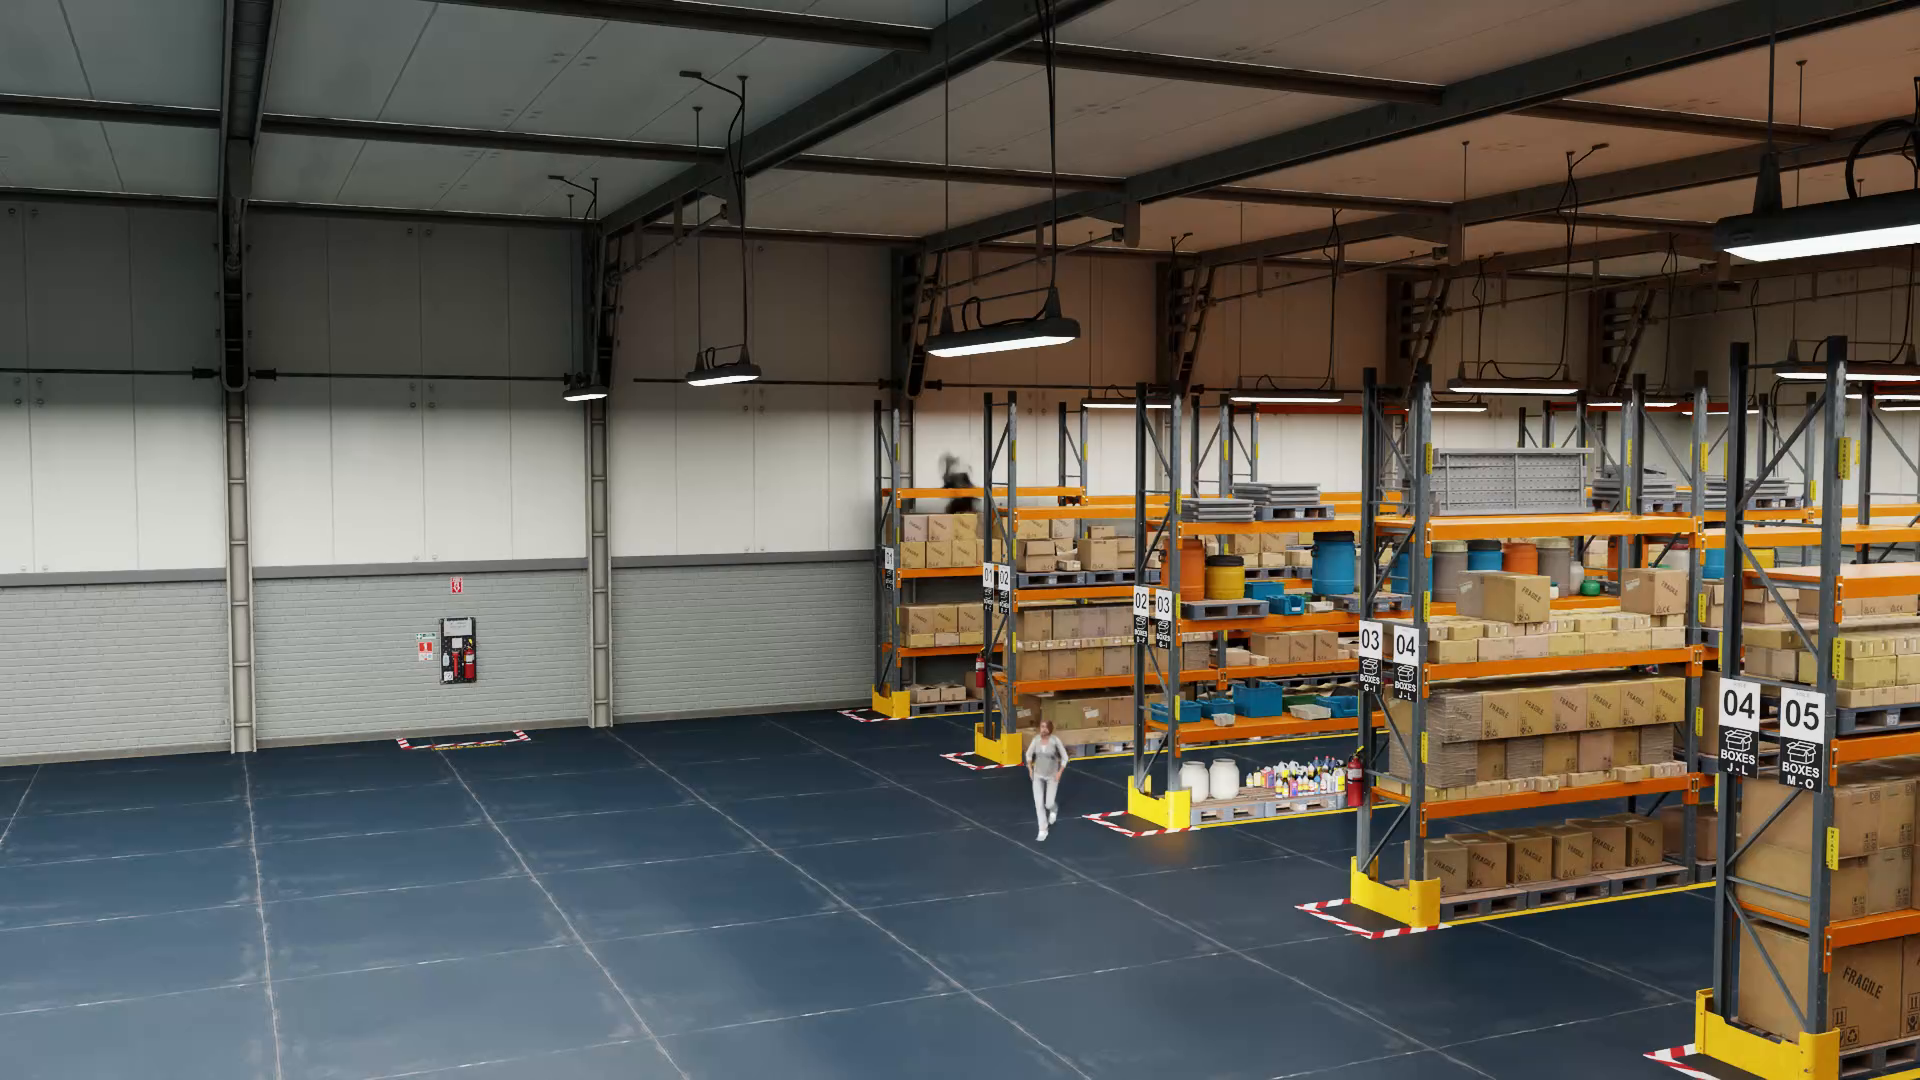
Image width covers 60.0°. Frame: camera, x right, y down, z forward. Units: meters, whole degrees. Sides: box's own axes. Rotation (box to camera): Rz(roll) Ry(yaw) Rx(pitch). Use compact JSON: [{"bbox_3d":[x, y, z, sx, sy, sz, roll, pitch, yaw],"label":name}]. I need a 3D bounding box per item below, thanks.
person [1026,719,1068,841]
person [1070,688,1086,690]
[{"bbox_3d":[1.141,3.123,21.895,0.569,1.578,0.637,1,3,13],"label":"person"},{"bbox_3d":[2.054,2.549,29.561,0.700,1.785,0.640,-2,4,-33],"label":"person"}]
